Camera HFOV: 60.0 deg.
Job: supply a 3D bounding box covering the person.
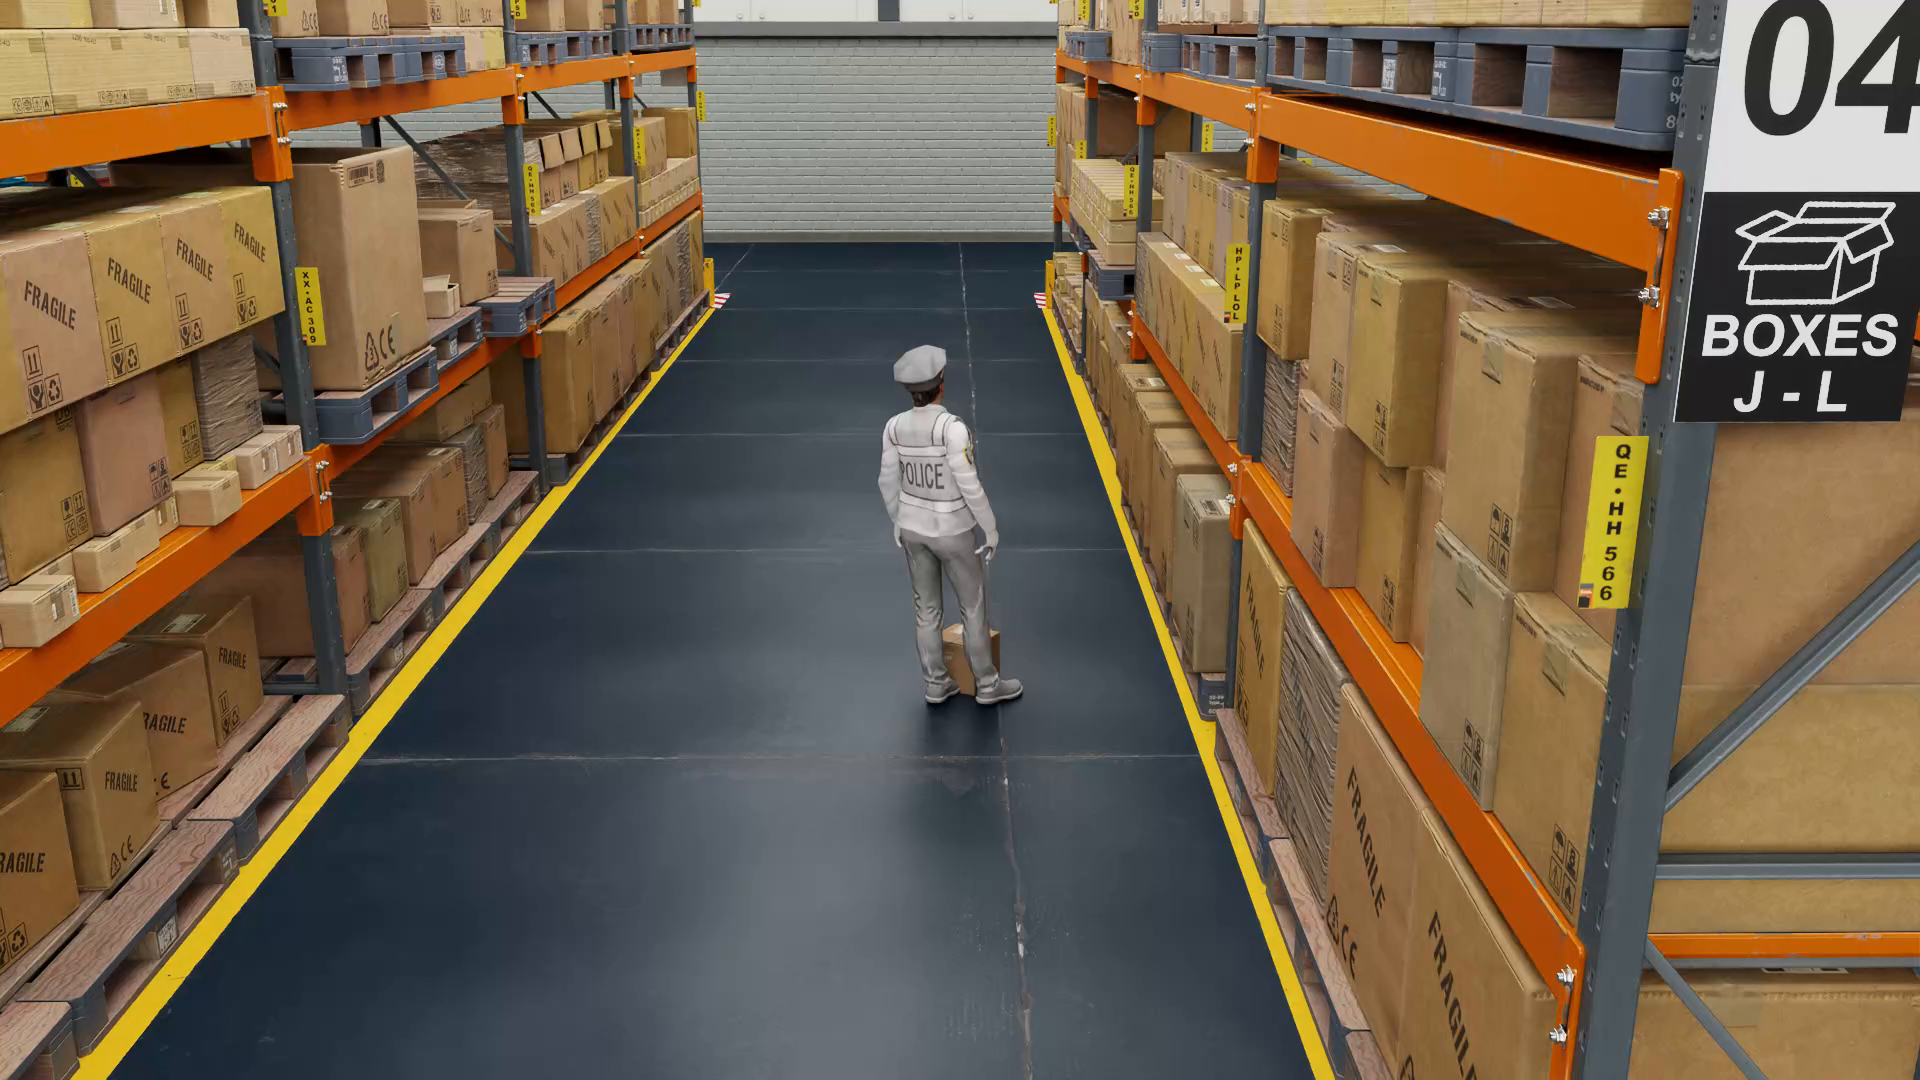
[{"bbox_3d":[-0.061,-0.064,7.665,0.586,1.694,0.531,11,20,31],"label":"person"}]
